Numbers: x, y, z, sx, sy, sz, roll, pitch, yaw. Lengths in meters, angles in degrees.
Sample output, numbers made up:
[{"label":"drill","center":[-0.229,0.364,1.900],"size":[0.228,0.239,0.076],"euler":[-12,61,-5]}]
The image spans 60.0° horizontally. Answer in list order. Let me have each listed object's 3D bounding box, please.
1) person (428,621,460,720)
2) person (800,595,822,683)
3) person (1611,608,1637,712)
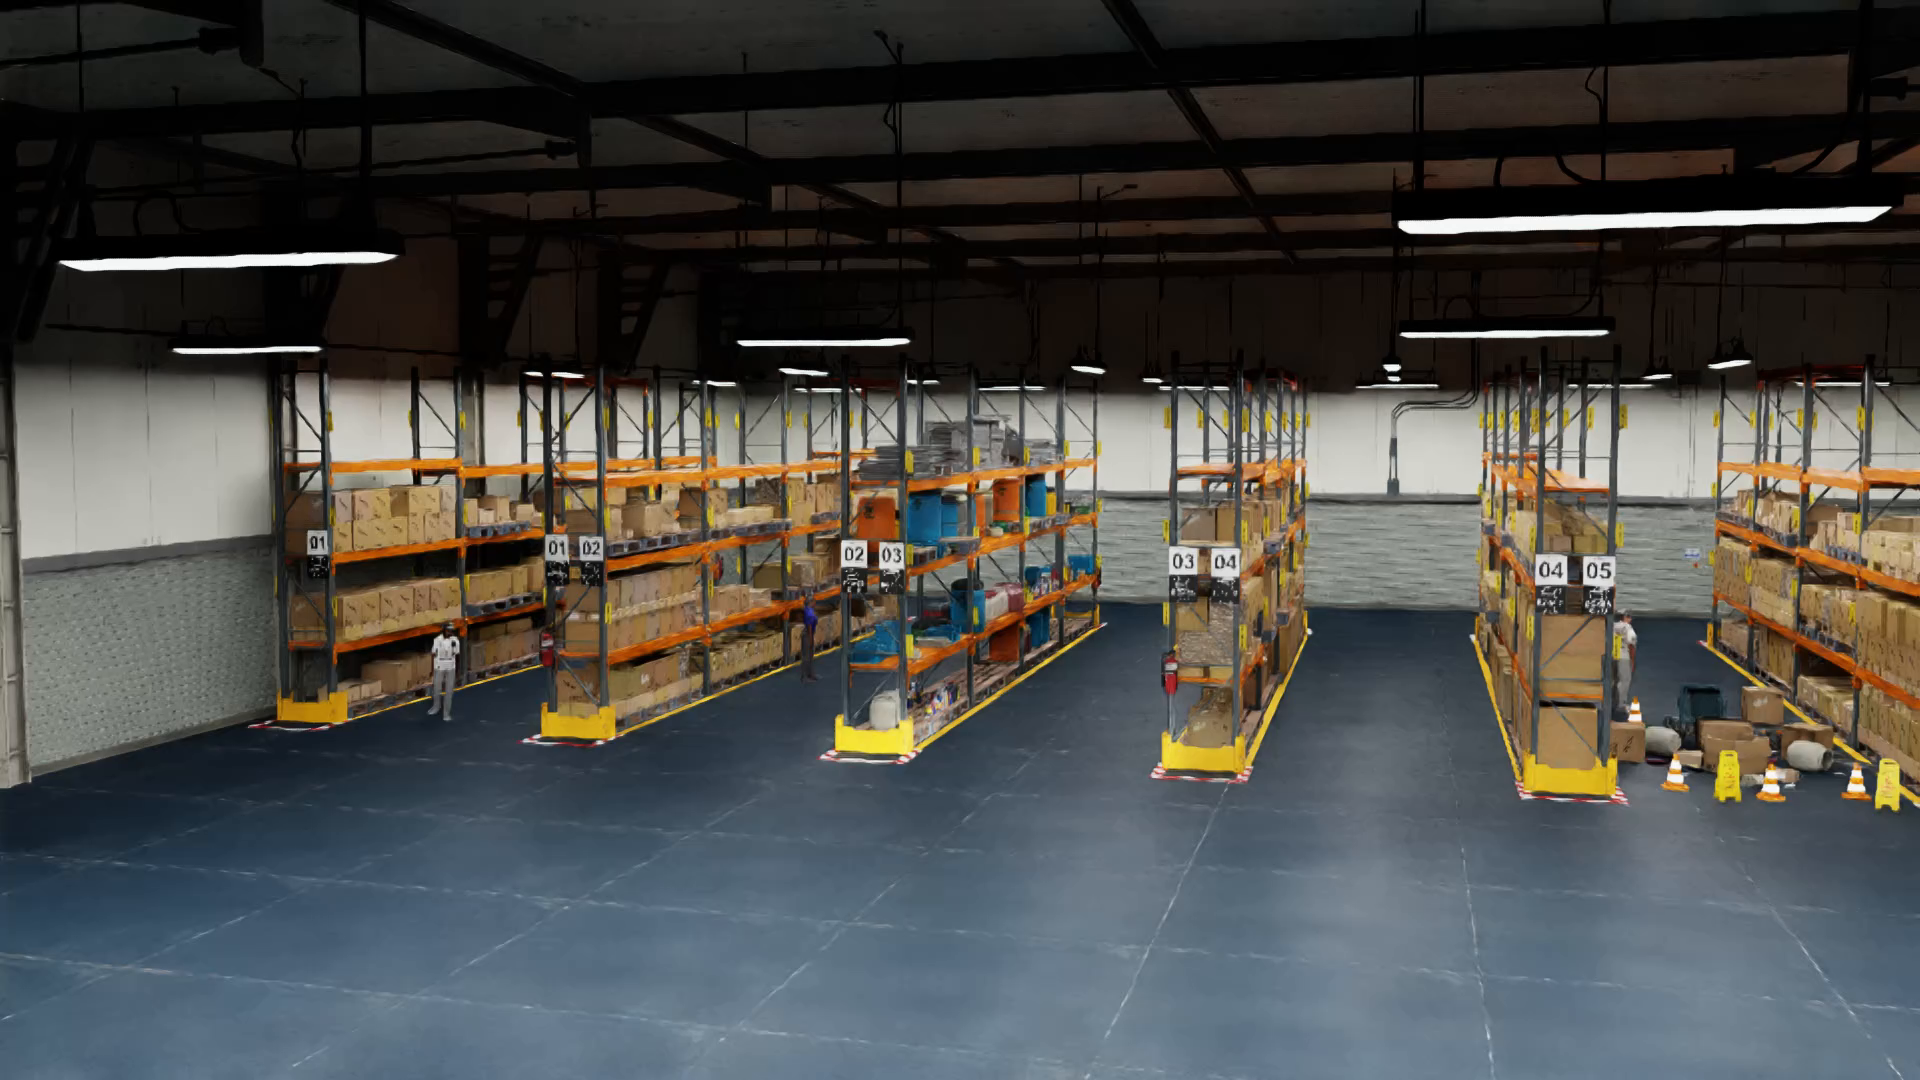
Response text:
[{"label":"person","center":[-8.644,2.171,27.845],"size":[0.522,1.670,0.526],"euler":[-2,4,-23]},{"label":"person","center":[-2.850,1.882,31.783],"size":[0.440,1.653,0.551],"euler":[-1,4,-10]},{"label":"person","center":[11.448,2.050,28.636],"size":[0.492,1.768,0.628],"euler":[-1,4,-15]}]
